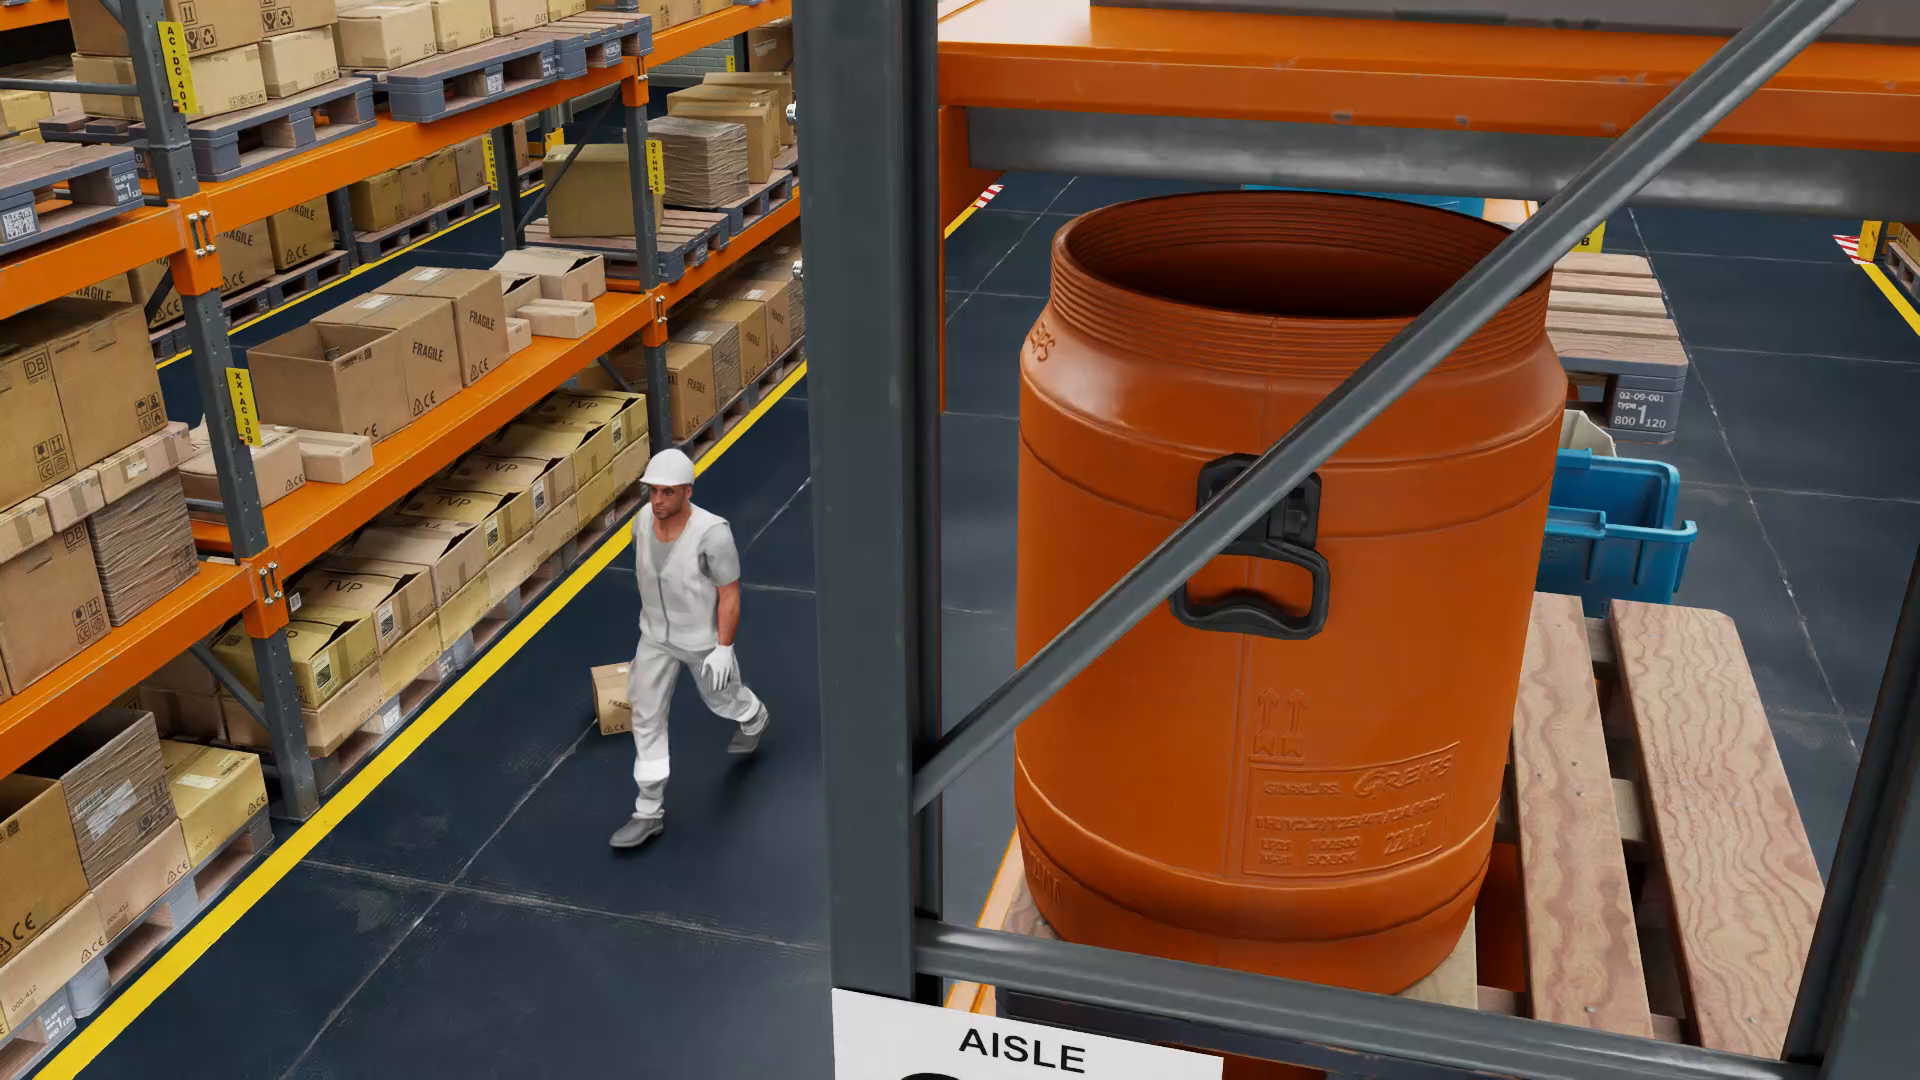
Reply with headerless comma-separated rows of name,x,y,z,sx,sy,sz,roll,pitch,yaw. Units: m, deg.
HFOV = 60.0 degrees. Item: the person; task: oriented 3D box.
person,-1.169,0.402,7.254,0.540,1.747,1.073,9,27,18
